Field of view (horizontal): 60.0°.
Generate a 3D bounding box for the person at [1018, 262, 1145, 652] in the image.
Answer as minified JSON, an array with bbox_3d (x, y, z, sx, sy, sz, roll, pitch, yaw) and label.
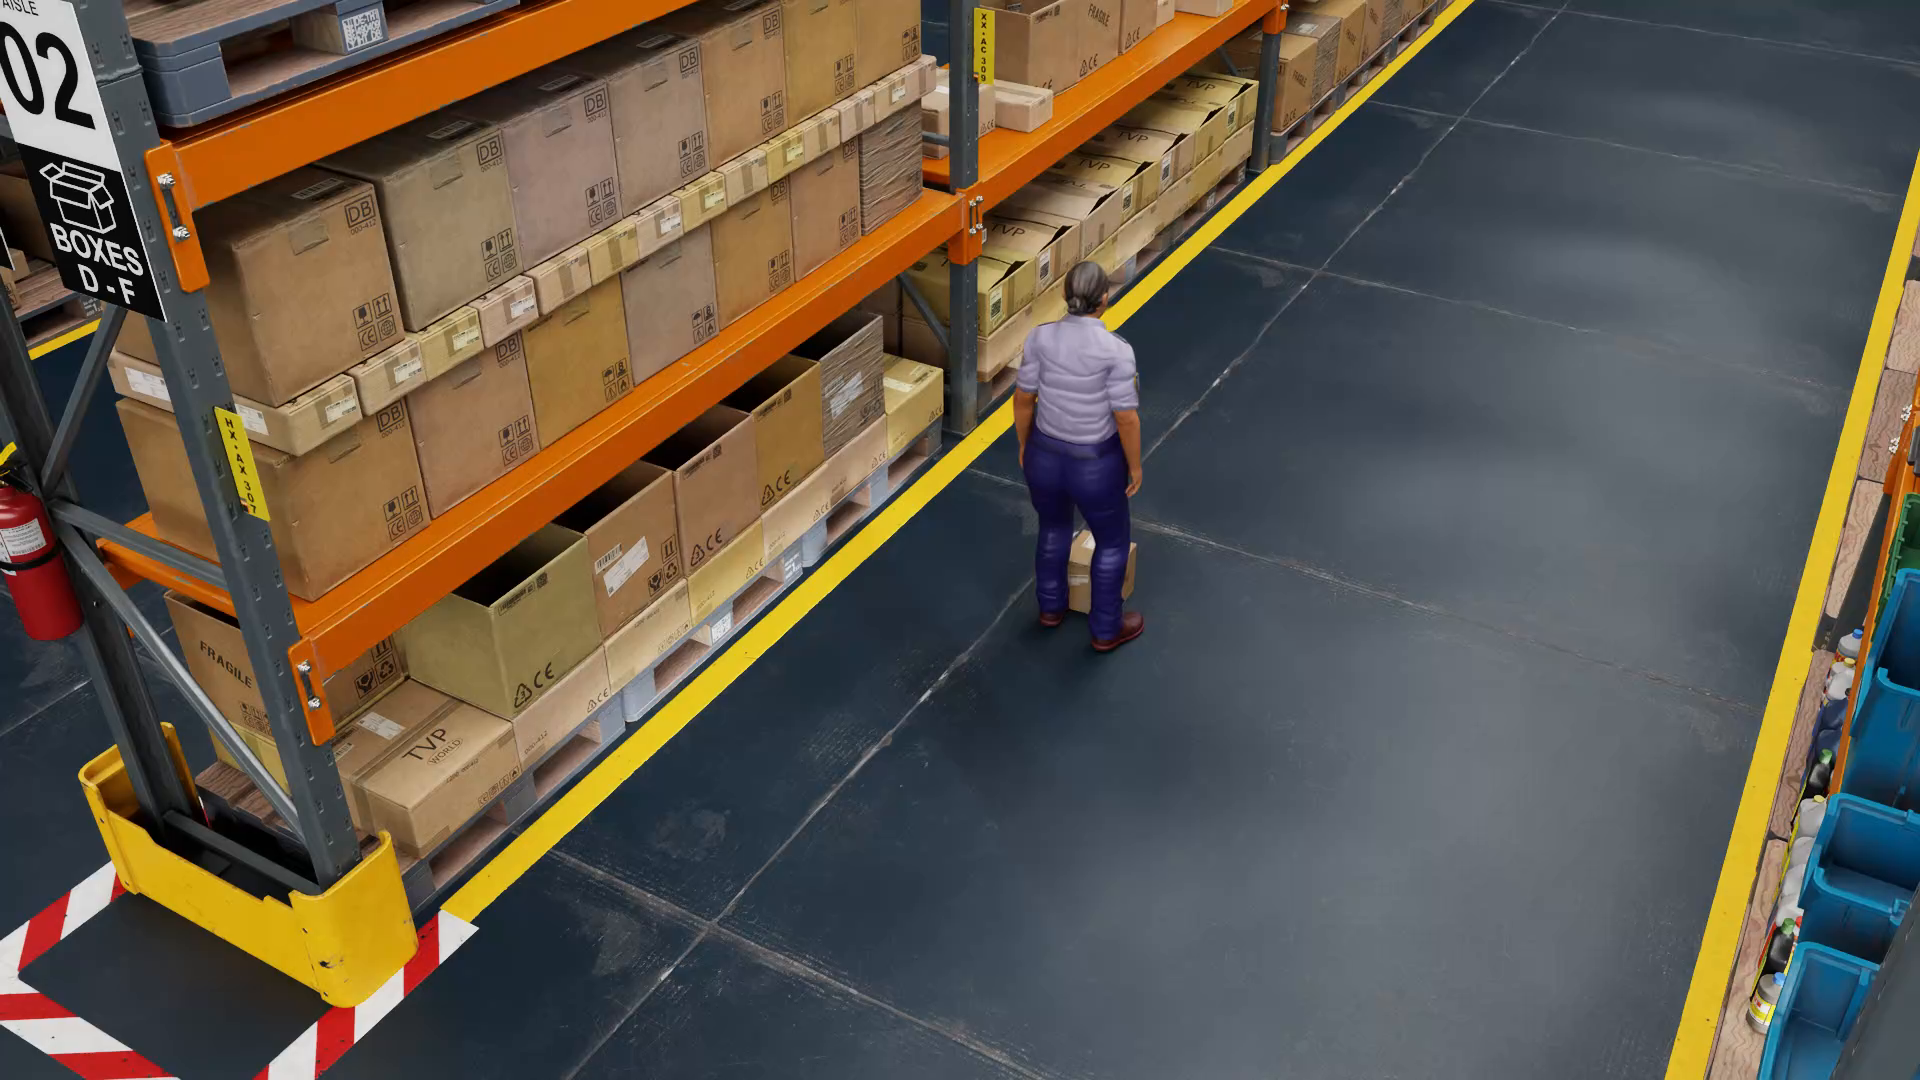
[{"bbox_3d":[0.501,-0.319,6.630,0.540,1.637,0.408,17,38,23],"label":"person"}]
